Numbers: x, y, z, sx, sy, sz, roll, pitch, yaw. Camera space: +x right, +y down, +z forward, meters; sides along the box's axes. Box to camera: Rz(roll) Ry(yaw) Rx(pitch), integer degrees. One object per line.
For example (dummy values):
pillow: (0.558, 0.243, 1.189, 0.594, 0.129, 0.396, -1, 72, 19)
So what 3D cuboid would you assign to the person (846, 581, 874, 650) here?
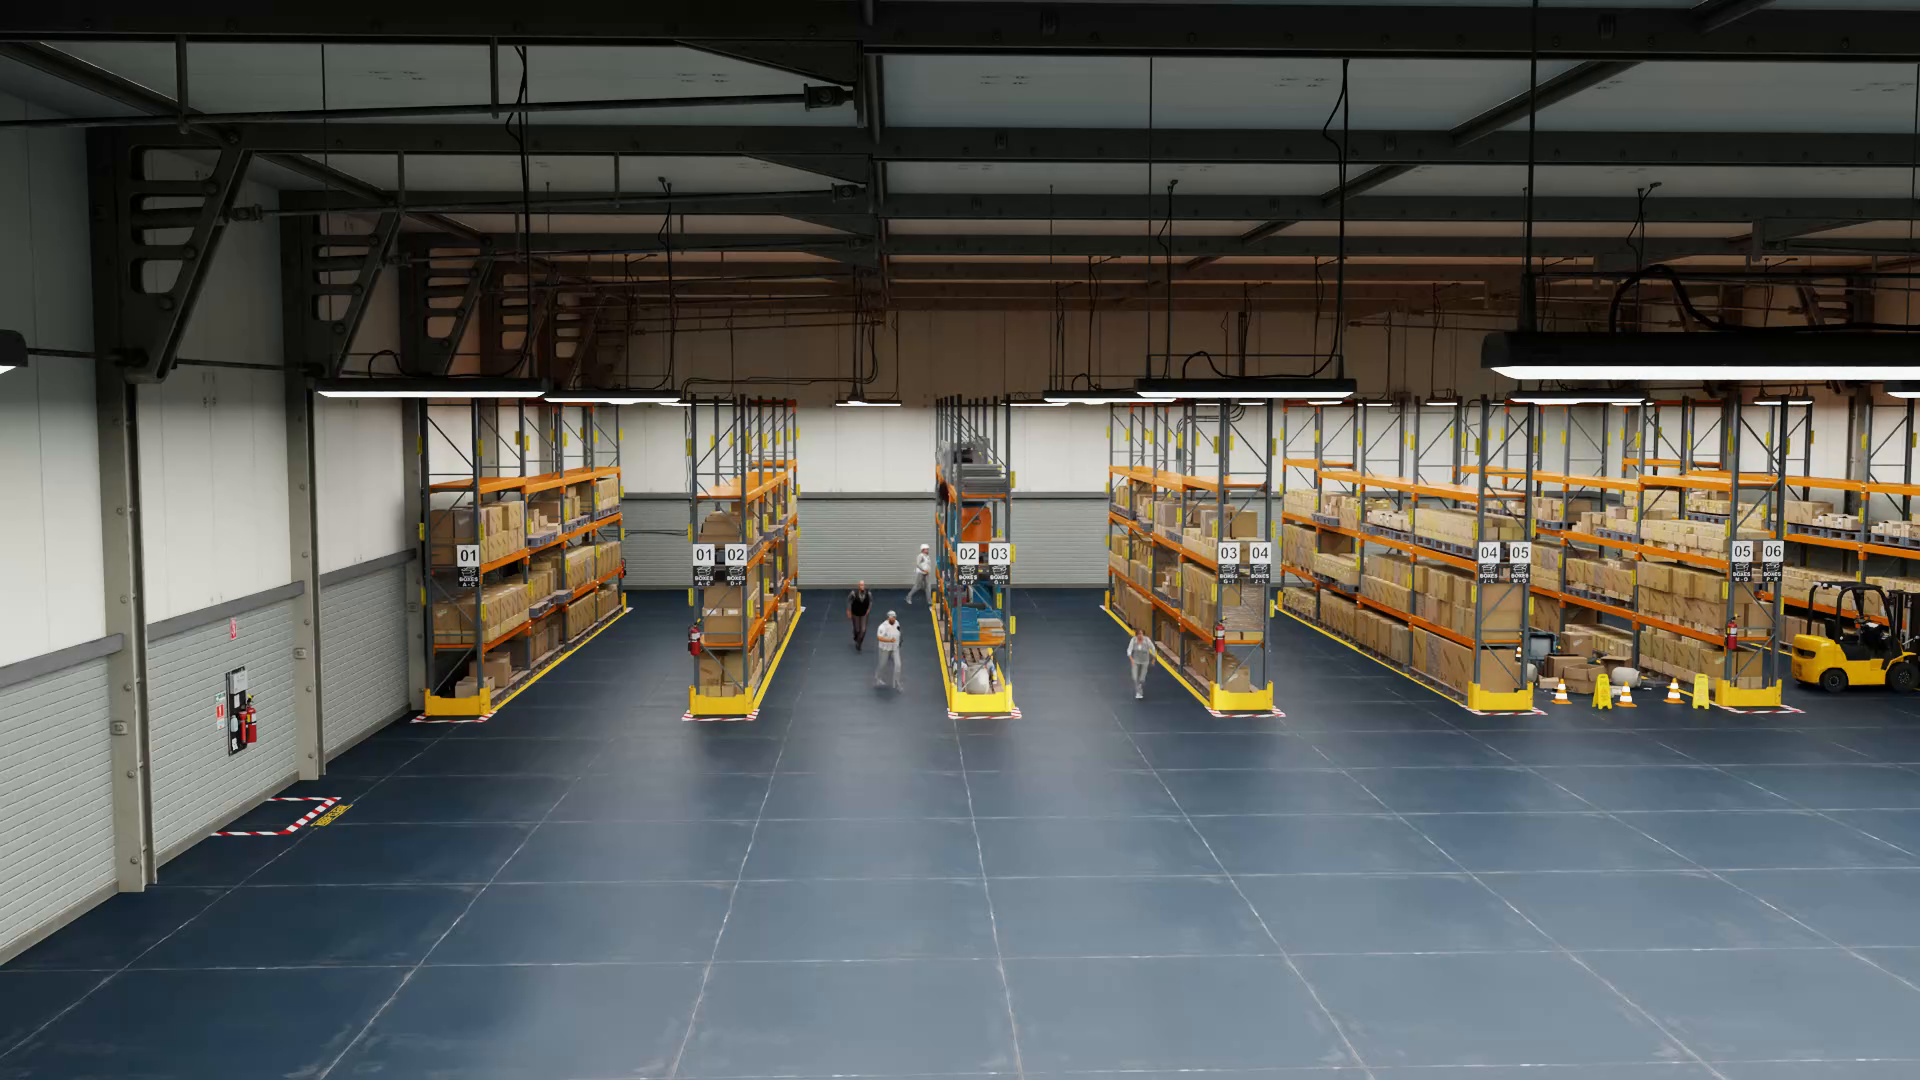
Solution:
person: (-2.384, 1.786, 39.623, 0.655, 1.659, 0.655, -1, 5, -18)

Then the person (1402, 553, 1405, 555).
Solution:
person: (12.388, 1.233, 46.001, 0.688, 1.747, 0.993, -3, 6, -38)

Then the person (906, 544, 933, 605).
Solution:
person: (-1.056, 0.995, 48.503, 0.957, 1.753, 0.685, 2, 5, 23)

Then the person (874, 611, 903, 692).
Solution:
person: (-1.465, 2.242, 33.992, 0.603, 1.638, 0.937, -2, 5, -26)

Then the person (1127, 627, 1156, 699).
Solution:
person: (3.577, 2.410, 32.783, 0.559, 1.449, 0.701, 1, 5, 11)
